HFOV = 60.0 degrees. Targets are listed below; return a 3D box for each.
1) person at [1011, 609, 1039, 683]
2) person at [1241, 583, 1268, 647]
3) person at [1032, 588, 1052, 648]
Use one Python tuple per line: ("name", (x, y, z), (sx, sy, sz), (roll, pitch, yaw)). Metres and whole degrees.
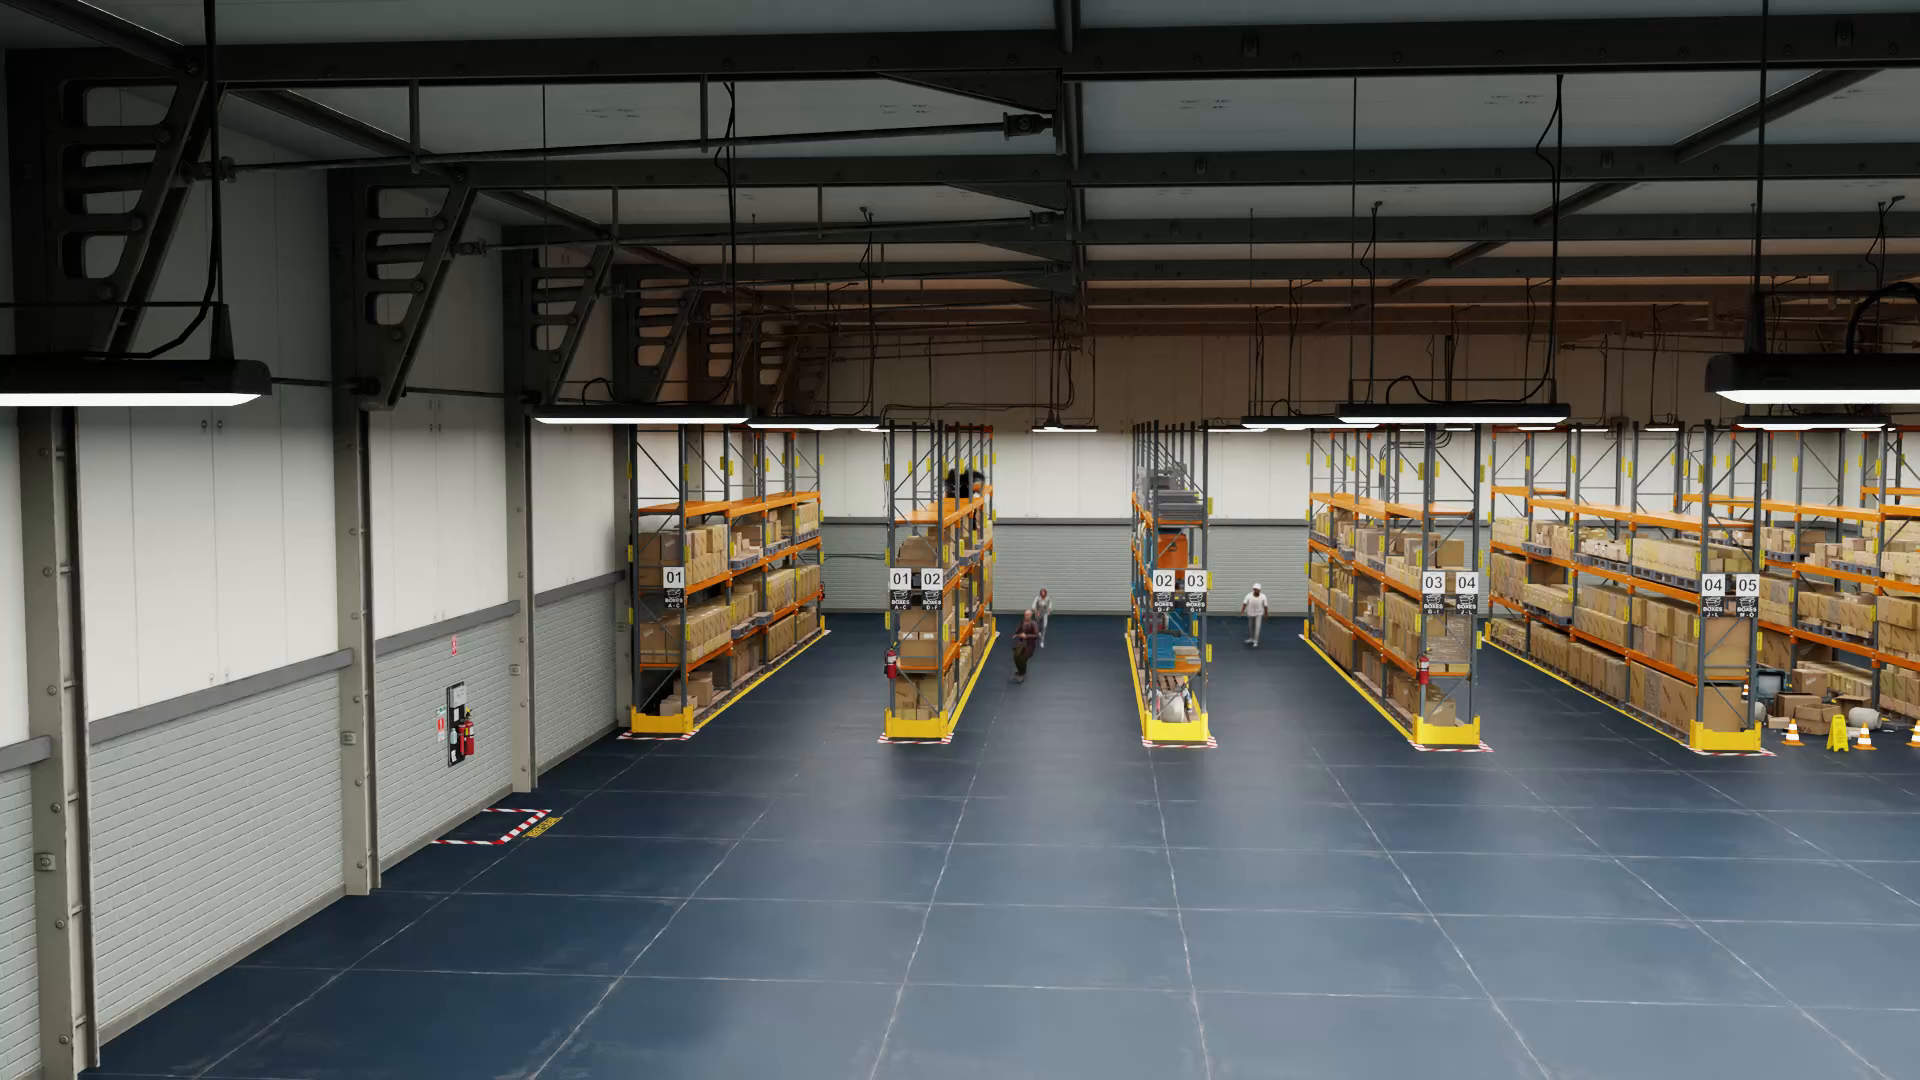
("person", (1.503, 2.430, 38.446), (0.842, 1.680, 0.776), (2, 4, 27))
("person", (7.983, 2.014, 44.989), (0.678, 1.703, 0.987), (1, 4, 22))
("person", (2.223, 2.091, 45.224), (0.542, 1.587, 0.955), (0, 4, -2))
